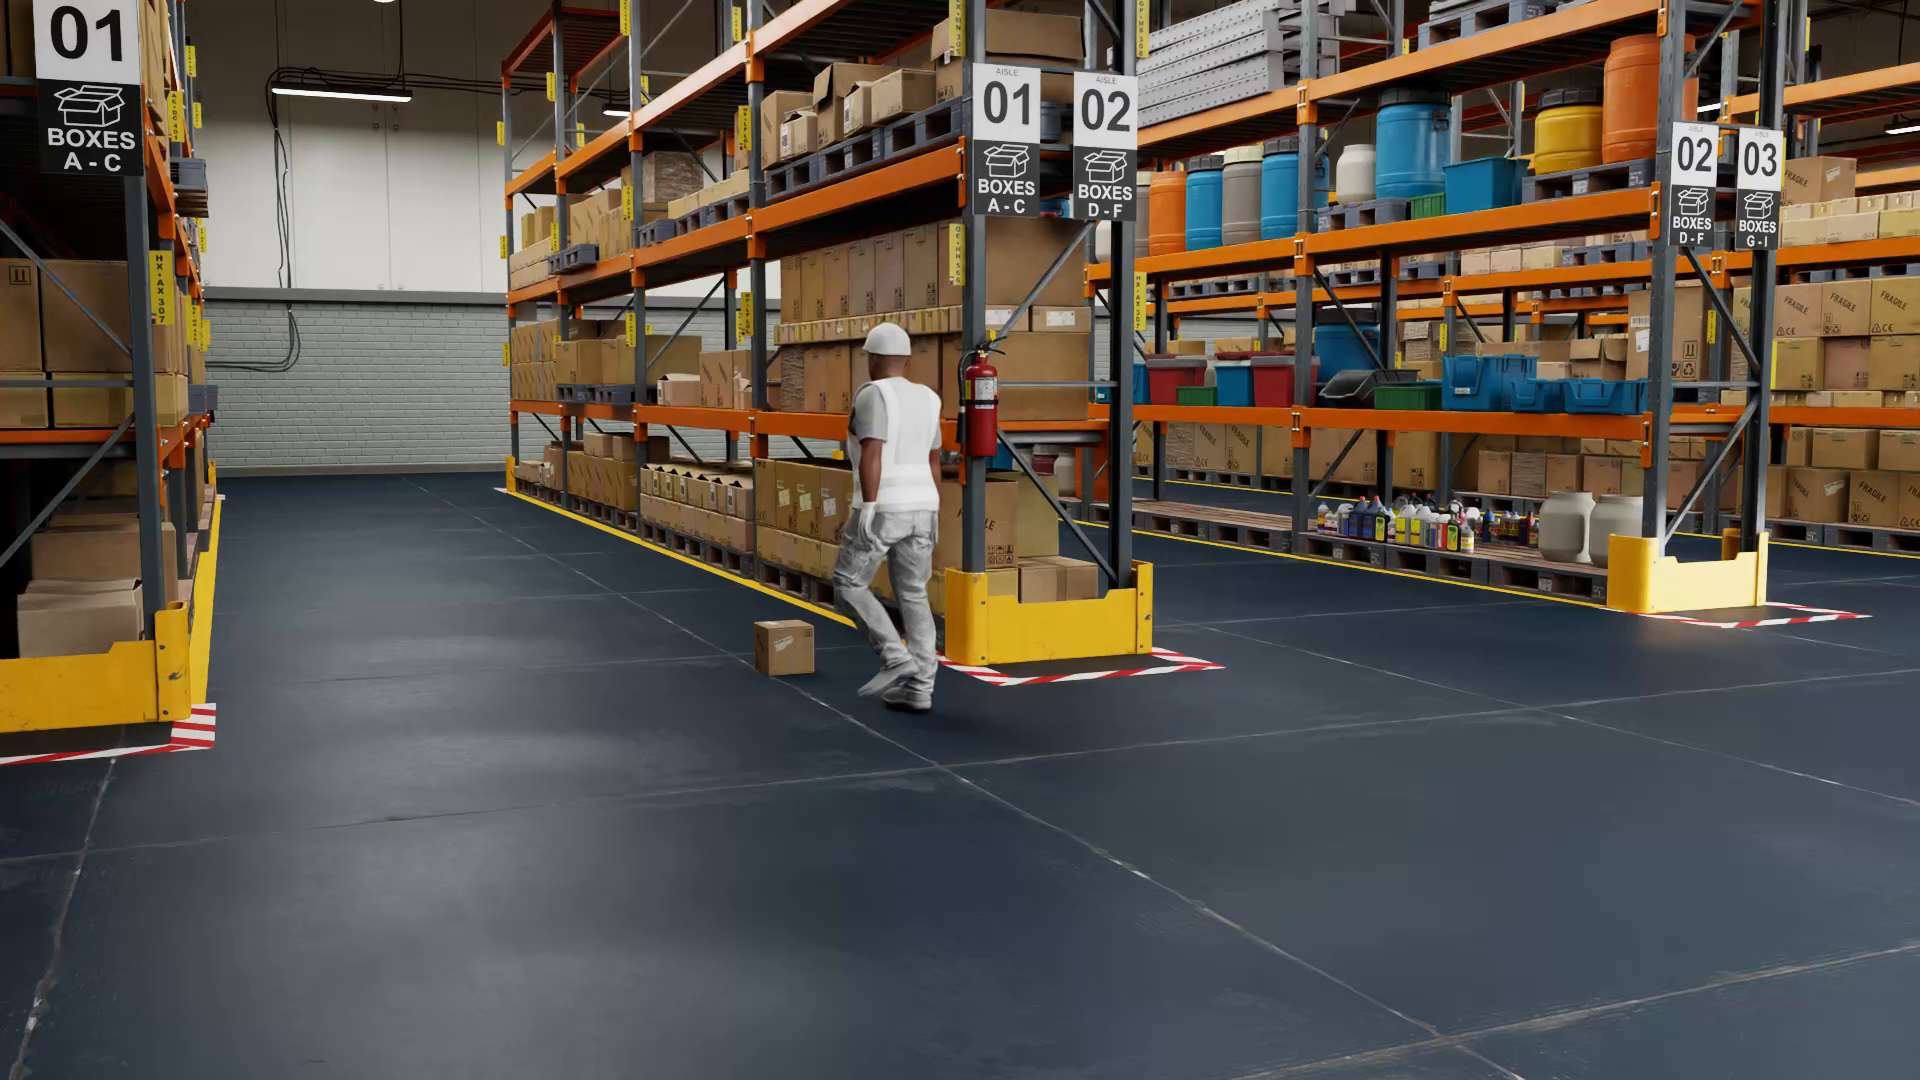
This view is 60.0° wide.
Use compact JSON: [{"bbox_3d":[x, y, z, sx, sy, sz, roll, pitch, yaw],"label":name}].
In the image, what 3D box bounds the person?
[{"bbox_3d":[-0.300,-0.118,7.701,0.482,1.771,0.598,5,7,42],"label":"person"}]
